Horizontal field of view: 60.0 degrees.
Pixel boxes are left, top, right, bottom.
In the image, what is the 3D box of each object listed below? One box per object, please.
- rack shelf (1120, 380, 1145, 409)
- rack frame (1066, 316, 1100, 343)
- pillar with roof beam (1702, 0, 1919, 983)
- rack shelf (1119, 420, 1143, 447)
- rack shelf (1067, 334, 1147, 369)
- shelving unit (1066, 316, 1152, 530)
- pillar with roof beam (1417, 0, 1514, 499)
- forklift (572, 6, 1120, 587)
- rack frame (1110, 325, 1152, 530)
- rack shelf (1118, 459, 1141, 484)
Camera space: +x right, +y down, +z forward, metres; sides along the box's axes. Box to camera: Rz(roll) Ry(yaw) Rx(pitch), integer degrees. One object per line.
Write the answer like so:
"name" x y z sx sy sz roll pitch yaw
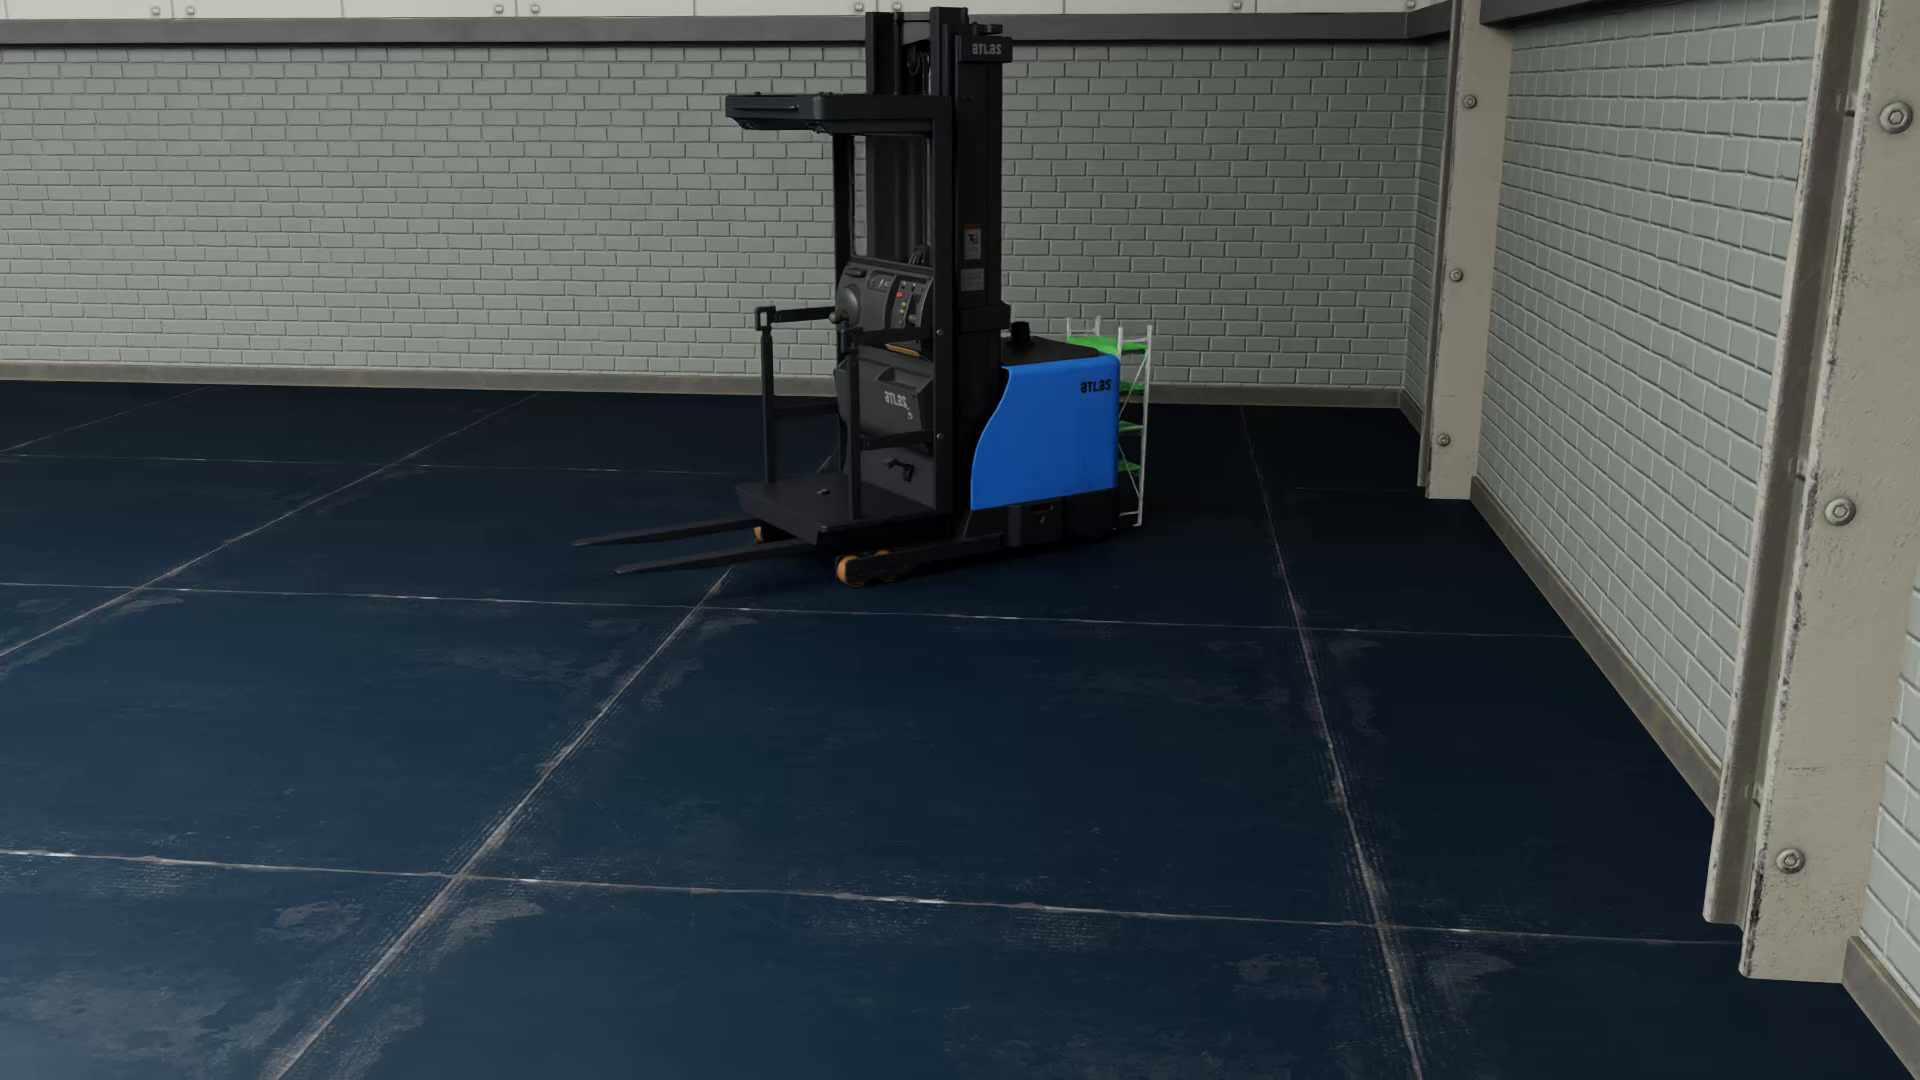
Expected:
"rack shelf" 0.872 -0.882 9.937 0.258 0.148 0.480 -8 17 -33
"rack frame" 0.732 -0.765 10.176 0.240 1.200 0.015 -8 17 -33
"pillar with roof beam" -1.792 -3.229 4.364 9.100 9.000 0.400 2 15 6
"rack shelf" 0.866 -0.650 9.995 0.258 0.148 0.480 -8 17 -33
"rack shelf" 0.878 -1.115 9.878 0.258 0.148 0.480 -8 17 -33
"shelving unit" 0.867 -0.712 9.980 0.258 1.200 0.503 -8 17 -33
"pillar with roof beam" -1.115 -4.785 10.119 9.100 9.000 0.400 2 15 6
"forklift" -0.591 -1.324 8.944 3.031 2.935 1.130 -9 18 -31
"rack frame" 1.002 -0.659 9.784 0.240 1.200 0.015 -8 17 -33
"rack shelf" 0.859 -0.417 10.054 0.258 0.148 0.480 -8 17 -33
